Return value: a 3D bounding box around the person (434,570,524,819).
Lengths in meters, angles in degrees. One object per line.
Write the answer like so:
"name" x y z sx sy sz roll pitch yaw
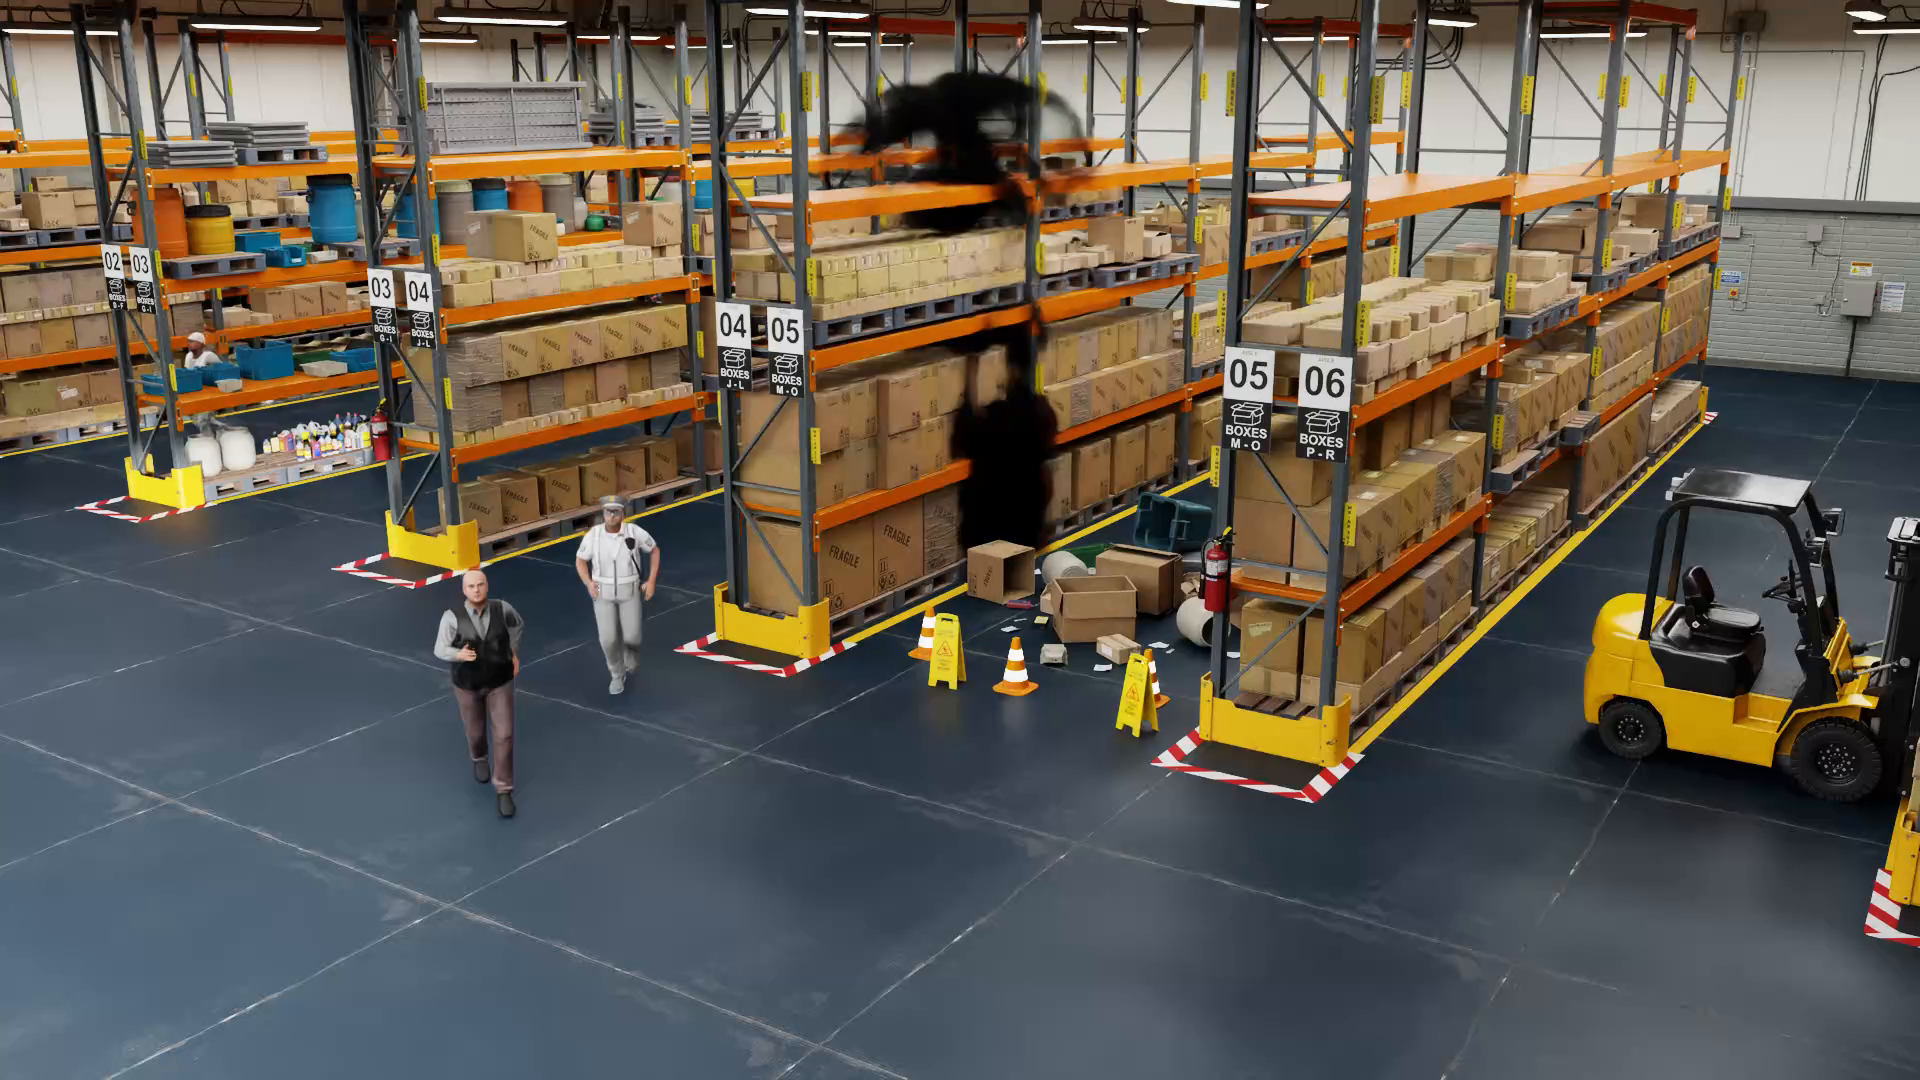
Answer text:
"person" -3.458 1.067 12.083 0.651 1.738 0.881 -5 16 -18

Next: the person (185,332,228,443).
"person" -10.549 -2.044 23.341 0.666 1.764 0.742 7 17 23

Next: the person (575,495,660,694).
"person" -2.950 0.451 14.405 0.719 1.761 0.611 -3 16 -10
